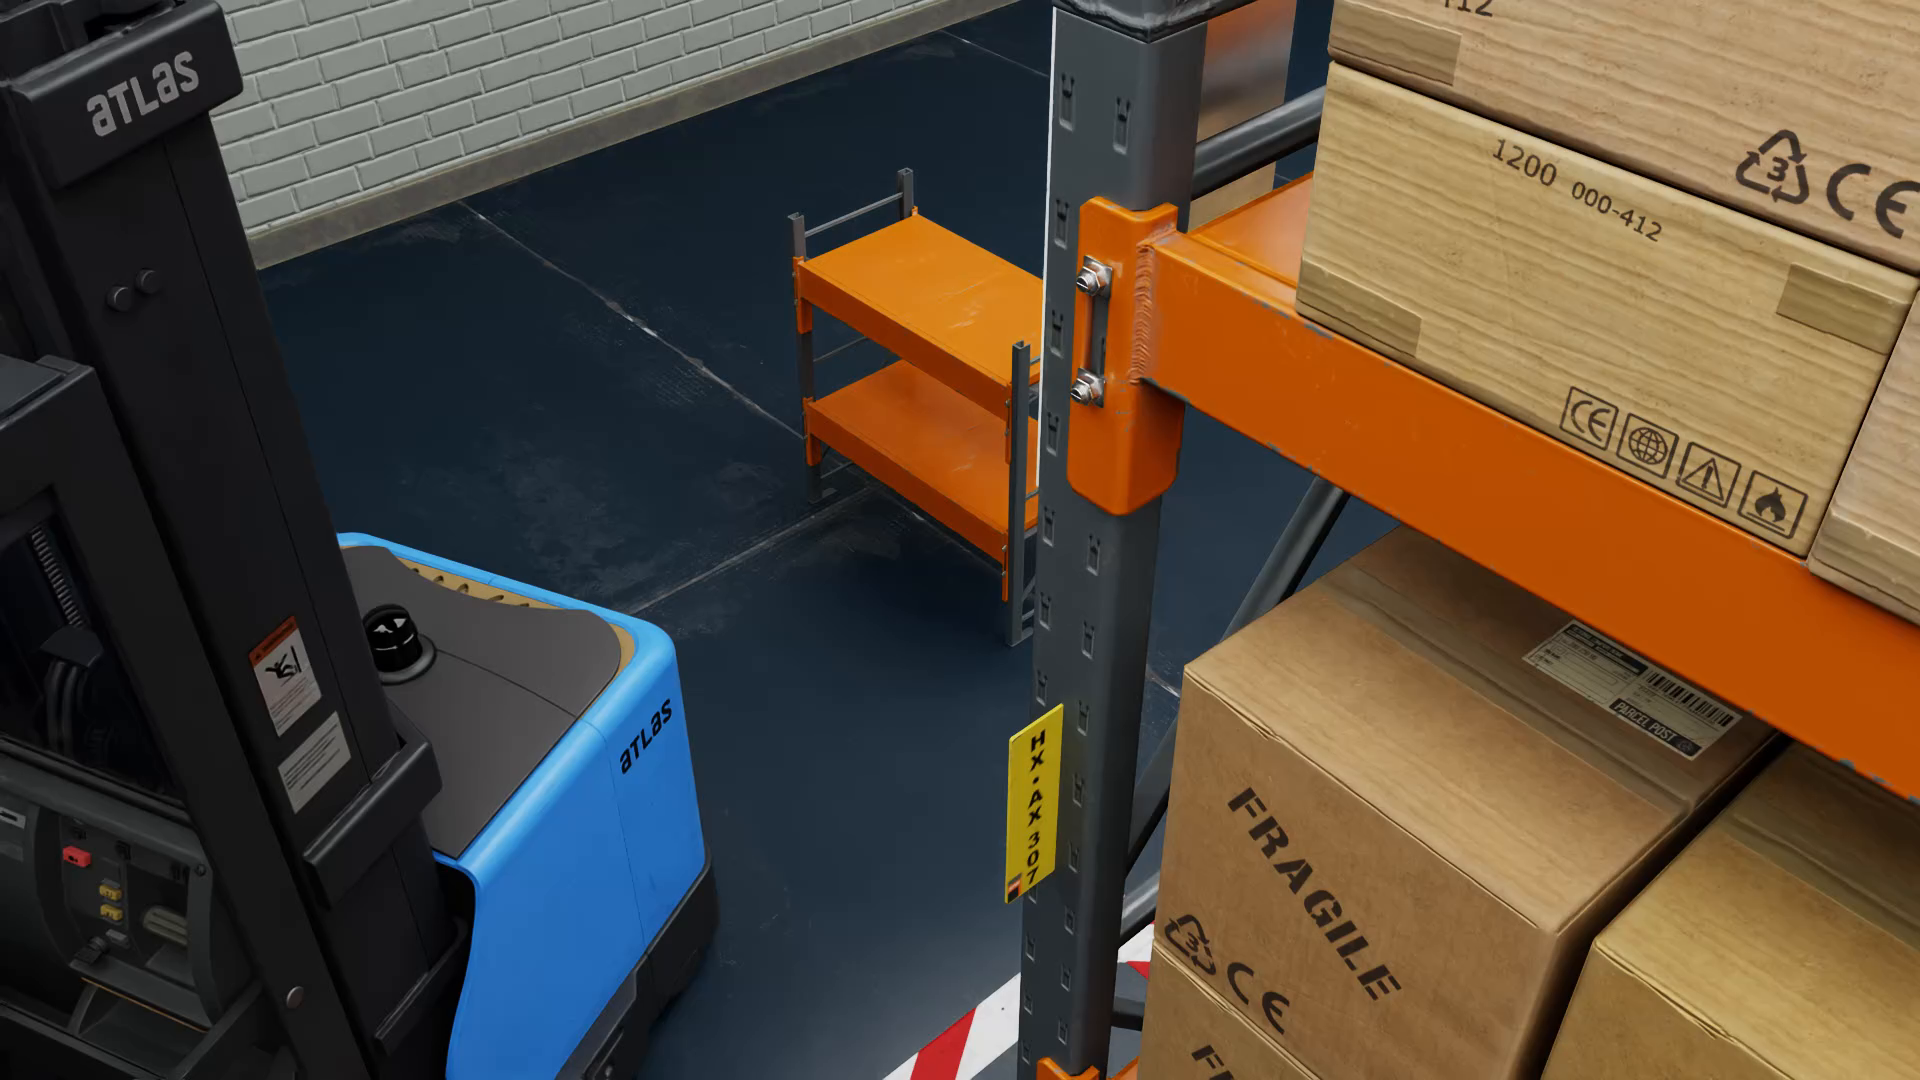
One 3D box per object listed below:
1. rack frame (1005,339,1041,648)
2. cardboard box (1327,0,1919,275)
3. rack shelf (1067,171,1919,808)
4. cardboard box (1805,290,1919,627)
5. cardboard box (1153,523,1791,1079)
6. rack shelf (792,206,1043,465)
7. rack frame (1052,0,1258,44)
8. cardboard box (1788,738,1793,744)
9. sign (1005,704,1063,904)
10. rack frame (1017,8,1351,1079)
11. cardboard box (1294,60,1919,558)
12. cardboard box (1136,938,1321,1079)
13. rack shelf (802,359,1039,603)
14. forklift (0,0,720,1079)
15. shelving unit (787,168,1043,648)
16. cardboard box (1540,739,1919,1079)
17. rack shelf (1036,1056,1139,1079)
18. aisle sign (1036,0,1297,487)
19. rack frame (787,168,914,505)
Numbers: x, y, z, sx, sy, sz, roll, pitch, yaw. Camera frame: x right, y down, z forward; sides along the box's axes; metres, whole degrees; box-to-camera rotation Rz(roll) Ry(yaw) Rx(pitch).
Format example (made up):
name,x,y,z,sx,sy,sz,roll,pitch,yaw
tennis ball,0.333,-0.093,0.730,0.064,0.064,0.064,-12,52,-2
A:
name,x,y,z,sx,sy,sz,roll,pitch,yaw
rack frame,0.339,-0.205,5.109,0.500,1.125,0.032,-30,48,-32
cardboard box,0.656,-0.491,1.305,0.500,0.250,0.500,-30,48,-32
rack shelf,1.853,0.502,0.926,1.077,0.370,4.000,-30,48,-32
cardboard box,0.989,-0.062,1.172,0.500,0.250,0.500,-30,48,-32
cardboard box,0.606,0.353,2.050,0.500,0.500,0.500,-28,47,-31
rack shelf,-0.005,-0.668,5.217,0.538,0.278,1.000,-30,48,-32
rack frame,0.500,-1.870,0.904,1.000,3.000,0.127,-30,48,-32
cardboard box,1.004,0.125,2.333,0.500,0.500,0.500,-30,48,-32
sign,0.101,0.358,2.231,0.100,0.325,0.005,-30,48,-32
rack frame,0.500,0.464,2.788,1.000,3.000,0.127,-30,48,-32
cardboard box,0.661,-0.299,1.465,0.500,0.250,0.500,-30,48,-32
cardboard box,0.606,0.742,2.364,0.500,0.500,0.500,-29,47,-31
rack shelf,-0.005,-0.251,5.554,0.538,0.278,1.000,-30,48,-32
forklift,-1.688,0.625,2.643,1.130,2.935,3.031,15,41,18
shelving unit,-0.005,-0.441,5.400,0.538,1.125,1.048,-30,48,-32
cardboard box,0.965,0.592,1.754,0.500,0.500,0.500,-29,47,-31
rack shelf,1.853,1.669,1.868,1.077,0.370,4.000,-30,48,-32
aisle sign,0.238,-0.454,1.856,0.394,0.787,0.004,-30,48,-32
rack frame,-0.348,-0.676,5.692,0.500,1.125,0.032,-30,48,-32
